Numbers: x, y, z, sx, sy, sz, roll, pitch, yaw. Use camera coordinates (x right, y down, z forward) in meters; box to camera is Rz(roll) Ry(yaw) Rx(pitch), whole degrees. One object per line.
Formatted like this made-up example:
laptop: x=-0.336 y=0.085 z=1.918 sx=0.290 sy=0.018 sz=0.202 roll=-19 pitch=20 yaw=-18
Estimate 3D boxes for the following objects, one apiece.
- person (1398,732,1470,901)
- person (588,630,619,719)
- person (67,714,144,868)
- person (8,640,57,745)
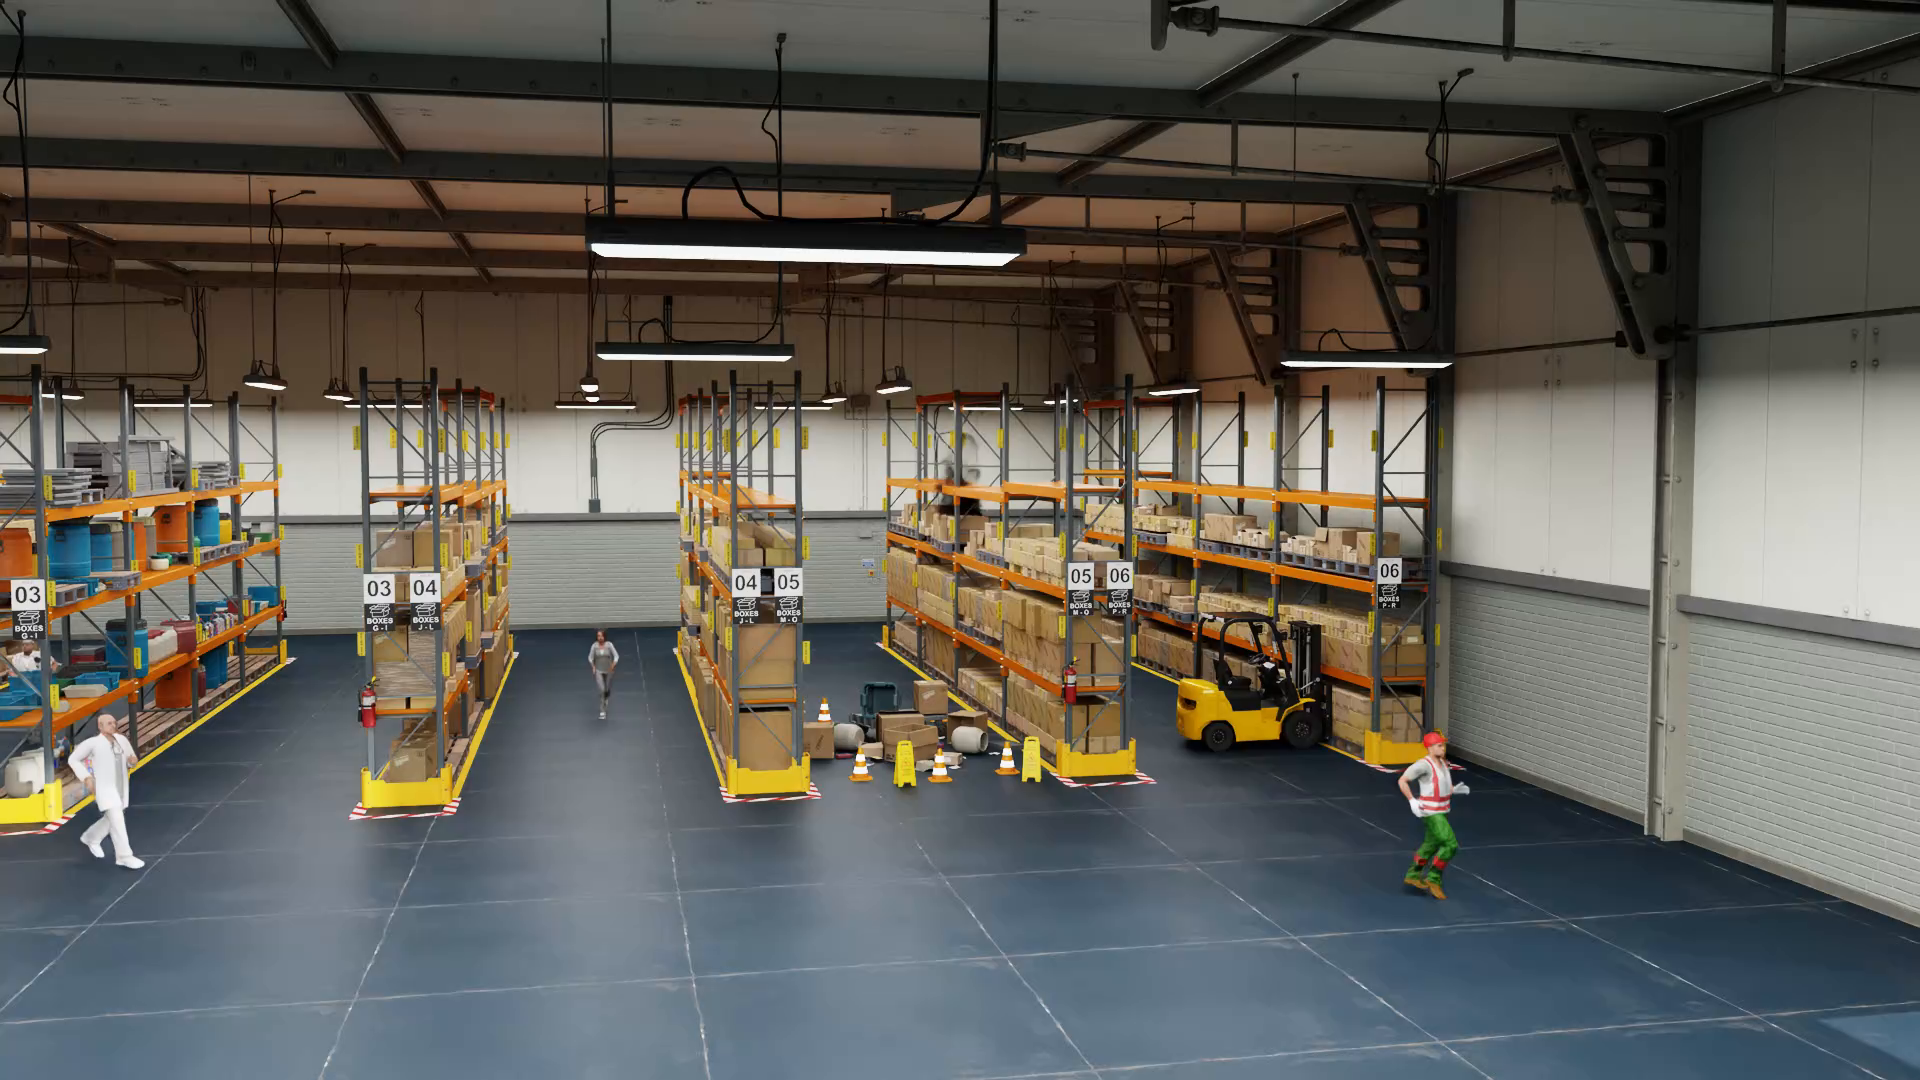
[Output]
person: x=5.218 y=3.022 z=18.245 sx=0.735 sy=1.817 sz=0.641 roll=3 pitch=4 yaw=39
person: x=-6.488 y=2.420 z=30.274 sx=0.540 sy=1.596 sz=0.674 roll=-1 pitch=3 yaw=-11
person: x=-9.986 y=2.921 z=19.527 sx=1.065 sy=1.762 sz=0.703 roll=1 pitch=4 yaw=19
person: x=-15.463 y=2.498 z=27.674 sx=0.670 sy=1.827 sz=0.746 roll=-1 pitch=3 yaw=-9
